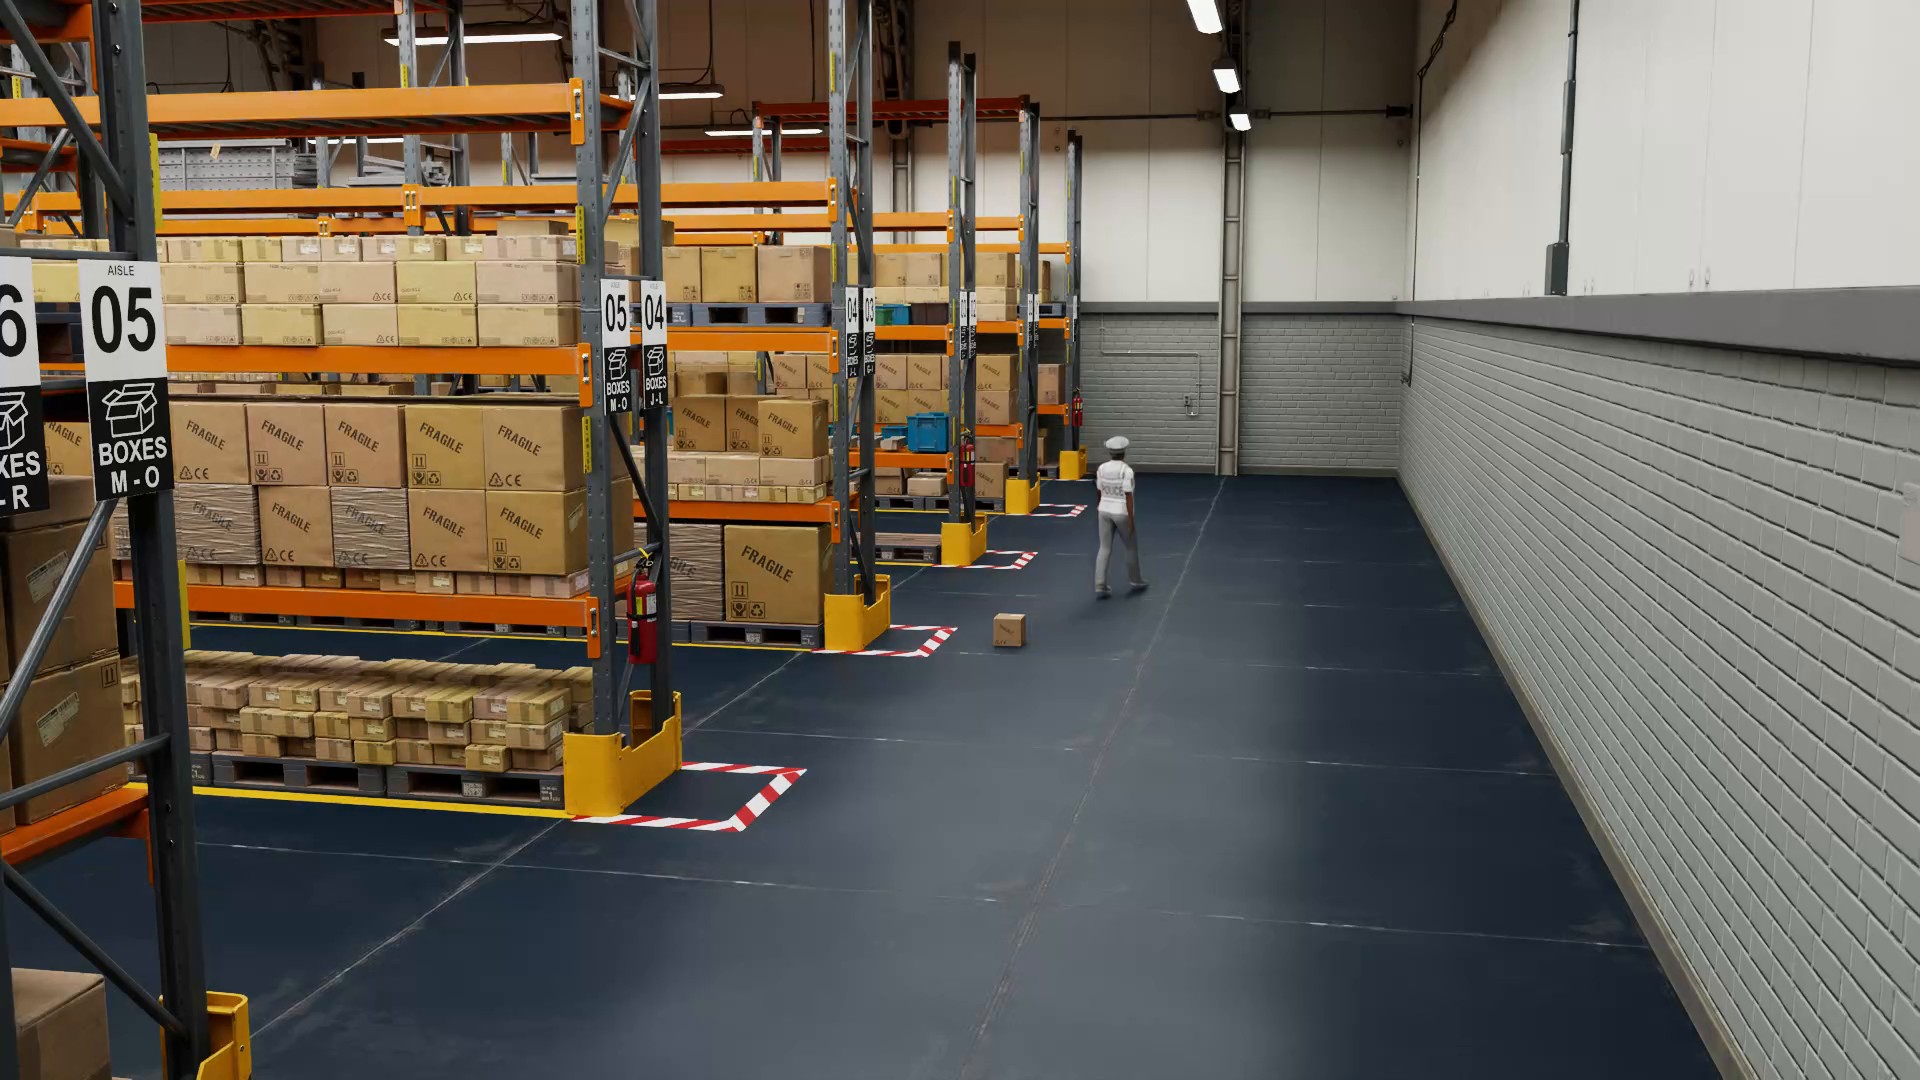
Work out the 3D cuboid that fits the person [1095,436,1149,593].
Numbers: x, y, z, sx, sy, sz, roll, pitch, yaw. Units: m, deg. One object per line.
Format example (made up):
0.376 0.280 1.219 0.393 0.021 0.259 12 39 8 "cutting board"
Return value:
1.687 -0.286 17.649 0.480 1.632 0.952 4 9 28 "person"
